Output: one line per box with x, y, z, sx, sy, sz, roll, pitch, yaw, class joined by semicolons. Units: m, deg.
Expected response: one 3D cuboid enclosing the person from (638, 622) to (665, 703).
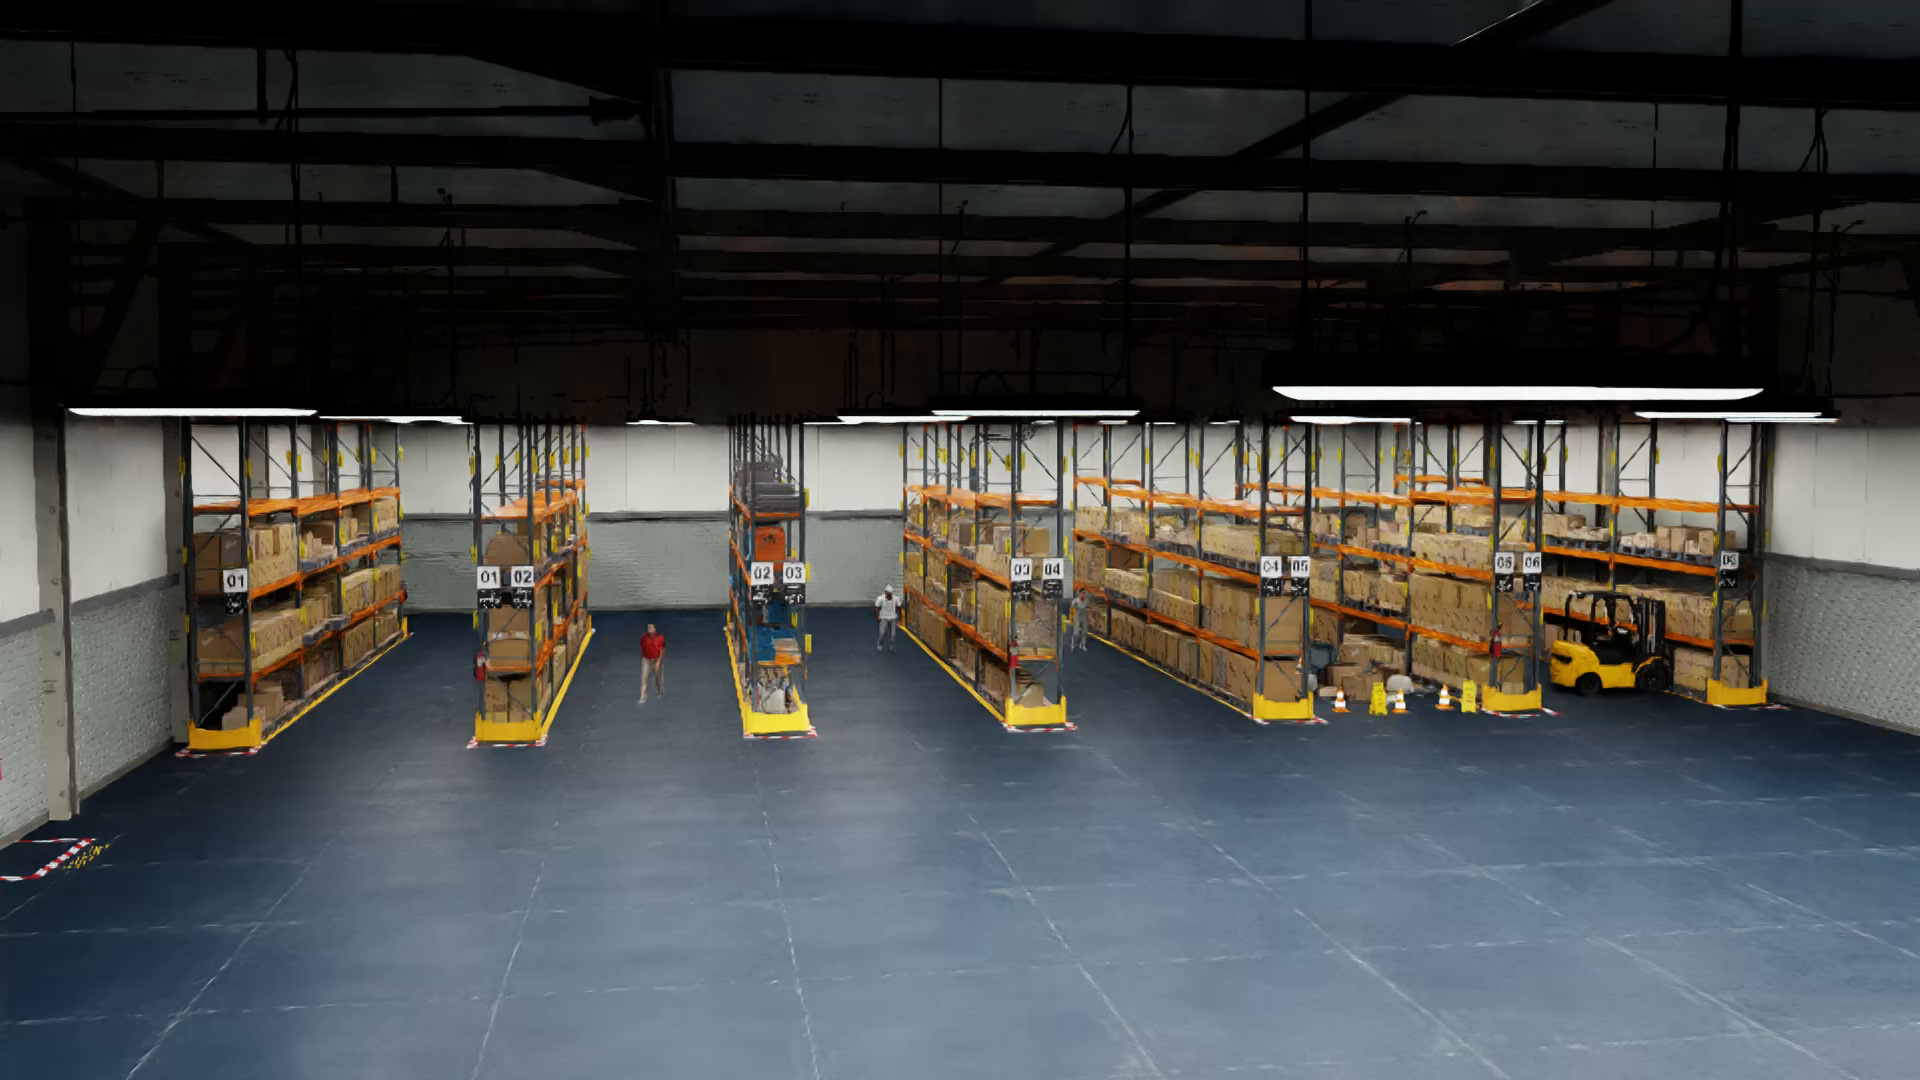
-6.393;2.527;34.569;0.533;1.658;1.031;0;4;0;person

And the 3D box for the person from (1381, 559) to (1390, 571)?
13.162;1.422;51.275;0.541;1.642;0.609;-3;5;-33;person

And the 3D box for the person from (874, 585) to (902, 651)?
-1.841;1.989;42.455;0.719;1.714;0.578;-1;4;-11;person

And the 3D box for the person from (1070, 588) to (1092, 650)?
3.091;2.025;42.617;0.580;1.618;0.507;-1;4;-11;person
